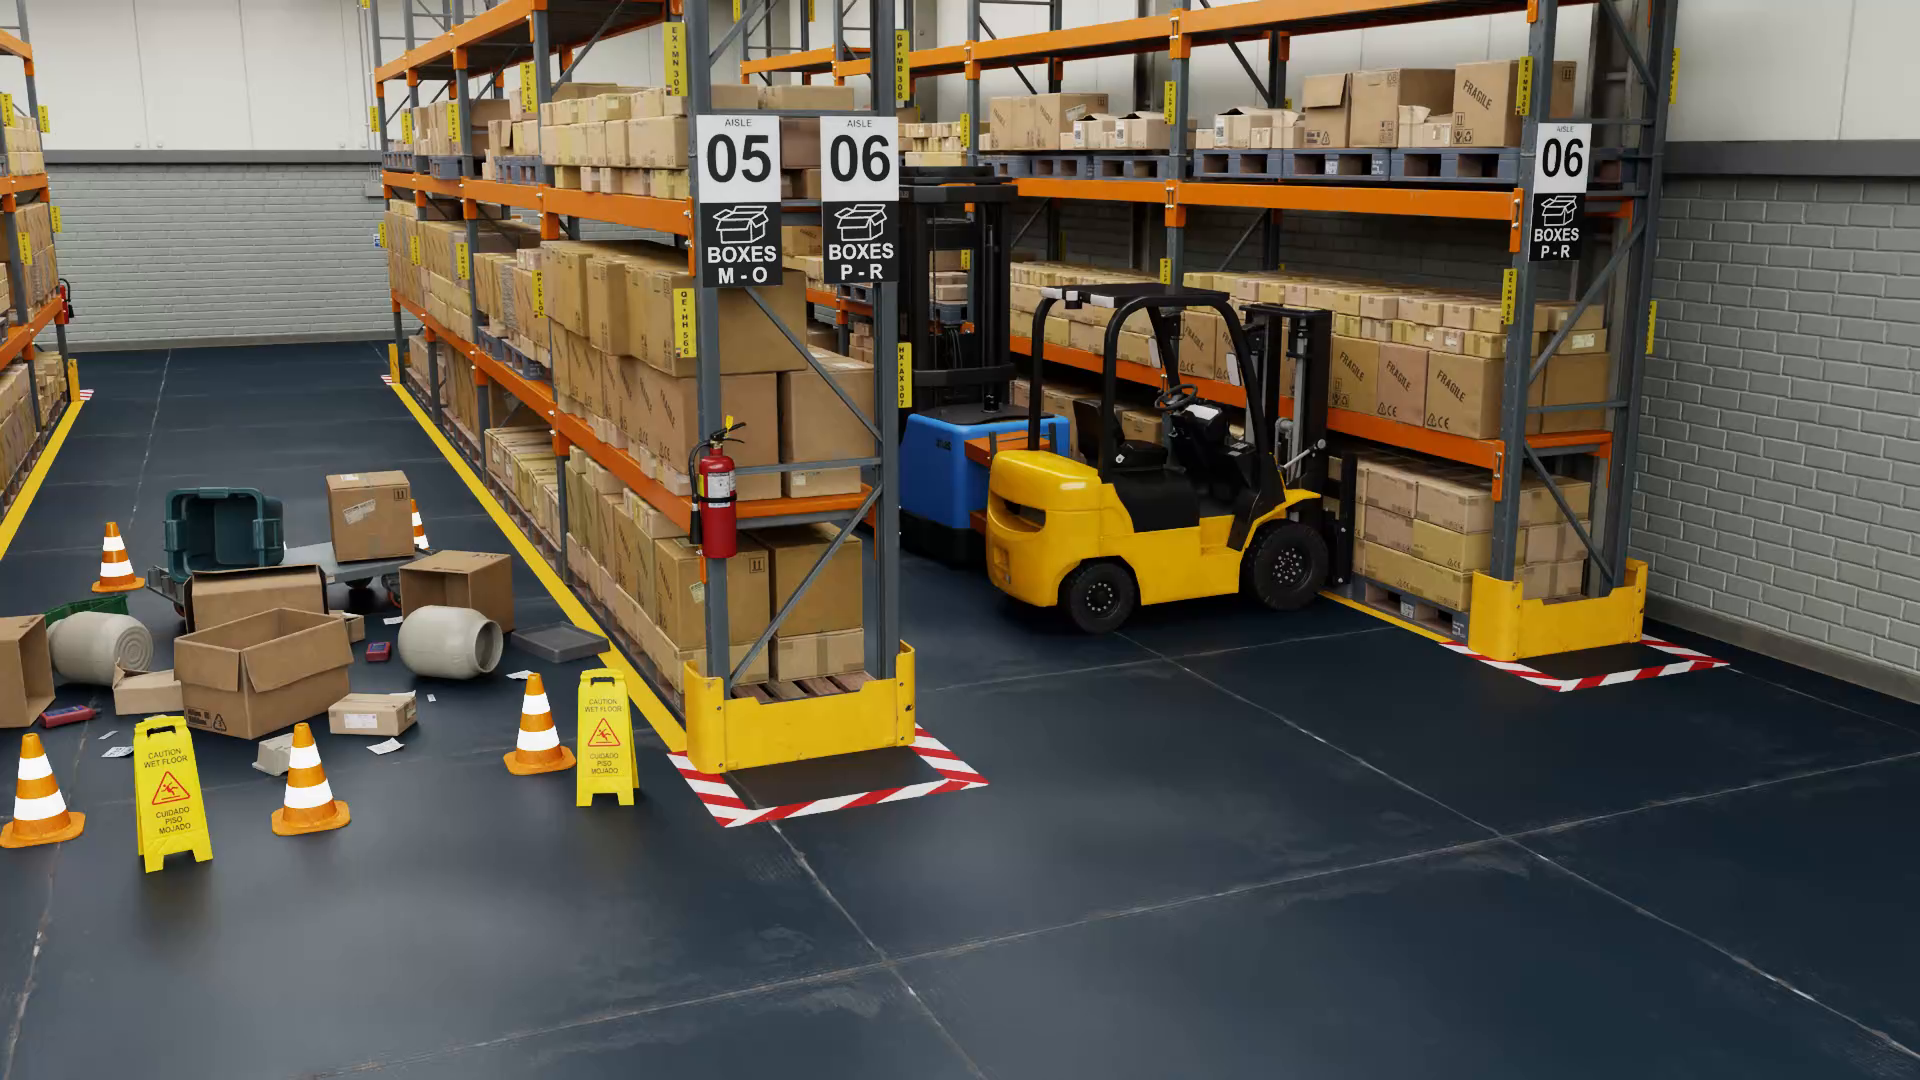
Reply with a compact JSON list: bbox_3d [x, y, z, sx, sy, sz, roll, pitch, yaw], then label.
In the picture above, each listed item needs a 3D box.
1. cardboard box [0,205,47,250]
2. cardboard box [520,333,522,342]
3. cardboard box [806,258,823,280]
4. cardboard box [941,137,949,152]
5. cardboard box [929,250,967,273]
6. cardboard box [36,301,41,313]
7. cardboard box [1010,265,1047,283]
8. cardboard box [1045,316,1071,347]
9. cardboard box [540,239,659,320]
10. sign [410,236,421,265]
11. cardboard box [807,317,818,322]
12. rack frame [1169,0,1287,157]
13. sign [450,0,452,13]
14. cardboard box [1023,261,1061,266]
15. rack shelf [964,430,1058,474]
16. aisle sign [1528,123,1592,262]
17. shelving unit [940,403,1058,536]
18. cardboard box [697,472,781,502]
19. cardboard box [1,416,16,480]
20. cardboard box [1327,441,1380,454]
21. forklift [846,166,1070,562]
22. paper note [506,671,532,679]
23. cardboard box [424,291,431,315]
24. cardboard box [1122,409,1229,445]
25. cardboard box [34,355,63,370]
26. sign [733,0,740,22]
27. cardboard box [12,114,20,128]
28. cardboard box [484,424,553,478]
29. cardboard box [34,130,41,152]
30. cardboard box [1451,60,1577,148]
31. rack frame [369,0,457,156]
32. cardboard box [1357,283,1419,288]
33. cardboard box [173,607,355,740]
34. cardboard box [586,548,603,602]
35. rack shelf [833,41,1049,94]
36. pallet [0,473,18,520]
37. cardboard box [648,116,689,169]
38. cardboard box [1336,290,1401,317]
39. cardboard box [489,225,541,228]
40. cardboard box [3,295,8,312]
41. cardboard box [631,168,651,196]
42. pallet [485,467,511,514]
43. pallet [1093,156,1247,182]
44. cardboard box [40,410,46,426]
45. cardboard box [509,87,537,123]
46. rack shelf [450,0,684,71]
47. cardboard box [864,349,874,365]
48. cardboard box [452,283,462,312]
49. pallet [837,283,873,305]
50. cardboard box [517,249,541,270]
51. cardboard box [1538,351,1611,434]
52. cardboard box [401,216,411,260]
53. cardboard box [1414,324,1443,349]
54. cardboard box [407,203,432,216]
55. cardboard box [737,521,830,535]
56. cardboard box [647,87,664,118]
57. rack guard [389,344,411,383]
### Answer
[{"bbox_3d":[-10.863,-3.594,19.146,0.500,0.500,0.500,-5,14,-20],"label":"cardboard box"},{"bbox_3d":[-3.247,-1.561,13.087,0.380,0.149,0.250,-6,14,-23],"label":"cardboard box"},{"bbox_3d":[-1.692,-3.544,21.704,0.500,0.250,0.500,-6,14,-23],"label":"cardboard box"},{"bbox_3d":[0.022,-4.207,17.689,0.380,0.149,0.250,-5,14,-22],"label":"cardboard box"},{"bbox_3d":[-0.271,-3.036,18.675,0.797,0.503,0.637,-6,14,-24],"label":"cardboard box"},{"bbox_3d":[-10.477,-2.603,18.523,0.380,0.149,0.250,-5,14,-20],"label":"cardboard box"},{"bbox_3d":[0.645,-2.627,16.408,0.380,0.149,0.250,-5,14,-21],"label":"cardboard box"},{"bbox_3d":[1.122,-1.956,15.503,0.500,0.250,0.500,-5,14,-21],"label":"cardboard box"},{"bbox_3d":[-2.414,-1.755,11.203,0.700,0.500,0.500,-6,14,-24],"label":"cardboard box"},{"bbox_3d":[-6.105,-3.248,18.655,0.100,0.325,0.005,-6,14,-23],"label":"sign"},{"bbox_3d":[-2.494,-2.967,24.142,0.797,0.503,0.637,-6,14,-25],"label":"cardboard box"},{"bbox_3d":[2.155,-4.557,13.102,1.000,3.000,0.127,-6,14,-23],"label":"rack frame"},{"bbox_3d":[-6.696,-7.127,21.959,0.100,0.325,0.005,-6,14,-23],"label":"sign"},{"bbox_3d":[0.868,-2.776,17.054,0.380,0.149,0.250,-5,14,-21],"label":"cardboard box"},{"bbox_3d":[0.283,-0.646,12.284,0.538,0.278,1.000,-9,16,-19],"label":"rack shelf"},{"bbox_3d":[3.514,-2.034,9.742,0.394,0.787,0.004,-6,14,-23],"label":"aisle sign"},{"bbox_3d":[0.303,-0.363,12.358,0.538,1.125,1.048,-9,16,-19],"label":"shelving unit"},{"bbox_3d":[-1.136,-0.294,8.546,0.380,0.149,0.250,-5,14,-21],"label":"cardboard box"},{"bbox_3d":[-8.744,-0.803,14.800,0.500,0.500,0.500,-5,14,-22],"label":"cardboard box"},{"bbox_3d":[2.669,-0.541,12.003,0.500,0.250,0.500,-6,14,-24],"label":"cardboard box"},{"bbox_3d":[-0.309,-1.551,13.572,1.130,2.935,3.031,-7,15,-29],"label":"forklift"},{"bbox_3d":[-2.595,0.795,9.865,0.142,0.019,0.148,-12,18,-42],"label":"paper note"},{"bbox_3d":[-5.662,-2.650,18.501,0.500,0.250,0.500,-6,14,-24],"label":"cardboard box"},{"bbox_3d":[1.935,-0.789,14.460,0.875,0.625,0.625,-5,14,-20],"label":"cardboard box"},{"bbox_3d":[-10.982,-2.116,19.933,0.380,0.149,0.250,-6,14,-24],"label":"cardboard box"},{"bbox_3d":[-3.150,-7.481,23.488,0.100,0.325,0.005,-6,14,-23],"label":"sign"},{"bbox_3d":[-10.469,-4.554,18.081,0.380,0.149,0.250,-5,14,-20],"label":"cardboard box"},{"bbox_3d":[-3.777,-0.818,15.150,0.950,0.372,0.625,-7,15,-27],"label":"cardboard box"},{"bbox_3d":[-11.276,-4.756,19.839,0.500,0.250,0.500,-6,14,-25],"label":"cardboard box"},{"bbox_3d":[3.356,-2.641,10.100,0.500,0.500,0.500,-5,14,-21],"label":"cardboard box"},{"bbox_3d":[-7.199,-6.587,21.874,1.000,3.000,0.127,-6,14,-23],"label":"rack frame"},{"bbox_3d":[3.116,-1.783,12.100,0.380,0.149,0.250,-5,14,-21],"label":"cardboard box"},{"bbox_3d":[-3.813,0.723,9.129,0.637,0.503,0.797,6,14,26],"label":"cardboard box"},{"bbox_3d":[-2.179,0.205,10.997,0.500,0.250,0.500,-5,14,-20],"label":"cardboard box"},{"bbox_3d":[-0.249,-5.251,18.584,1.077,0.370,4.000,-6,14,-23],"label":"rack shelf"},{"bbox_3d":[-8.801,-0.347,14.399,1.003,0.211,1.213,-6,14,-23],"label":"pallet"},{"bbox_3d":[-1.242,-1.973,8.264,0.500,0.250,0.500,-6,14,-24],"label":"cardboard box"},{"bbox_3d":[2.817,-1.627,11.428,0.380,0.149,0.250,-5,14,-22],"label":"cardboard box"},{"bbox_3d":[-4.567,-2.986,17.179,0.500,0.500,0.500,-5,14,-22],"label":"cardboard box"},{"bbox_3d":[-9.646,-2.334,16.430,0.380,0.149,0.250,-6,14,-23],"label":"cardboard box"},{"bbox_3d":[-1.578,-1.958,9.083,0.380,0.149,0.250,-6,14,-23],"label":"cardboard box"},{"bbox_3d":[-3.683,-0.491,15.025,1.003,0.211,1.213,-6,14,-23],"label":"pallet"},{"bbox_3d":[1.789,-3.184,14.244,0.805,0.209,1.217,-6,14,-25],"label":"pallet"},{"bbox_3d":[-9.943,-1.290,17.682,0.380,0.149,0.250,-6,14,-25],"label":"cardboard box"},{"bbox_3d":[-3.170,-3.339,12.783,0.500,0.250,0.500,-5,14,-22],"label":"cardboard box"},{"bbox_3d":[-3.193,-3.976,13.073,1.077,0.370,4.000,-6,14,-23],"label":"rack shelf"},{"bbox_3d":[-0.840,-2.044,20.163,0.500,0.500,0.500,-6,14,-24],"label":"cardboard box"},{"bbox_3d":[-4.630,-2.365,16.159,0.500,0.250,0.500,-6,14,-24],"label":"cardboard box"},{"bbox_3d":[-0.830,-3.019,20.186,1.003,0.211,1.213,-6,14,-23],"label":"pallet"},{"bbox_3d":[-3.203,-2.170,12.843,0.380,0.149,0.250,-6,14,-25],"label":"cardboard box"},{"bbox_3d":[3.813,-0.984,10.747,0.500,0.500,0.500,-5,14,-21],"label":"cardboard box"},{"bbox_3d":[-6.447,-3.656,20.076,0.500,0.500,0.500,-5,14,-22],"label":"cardboard box"},{"bbox_3d":[3.184,-1.328,10.796,0.380,0.149,0.250,-5,14,-22],"label":"cardboard box"},{"bbox_3d":[-6.466,-3.995,20.099,0.380,0.149,0.250,-6,14,-24],"label":"cardboard box"},{"bbox_3d":[-1.083,0.107,9.760,0.500,0.500,0.500,-6,14,-25],"label":"cardboard box"},{"bbox_3d":[-1.383,-2.237,8.520,0.380,0.149,0.250,-6,14,-24],"label":"cardboard box"},{"bbox_3d":[-7.209,-2.452,22.854,1.175,0.500,0.348,-6,14,-23],"label":"rack guard"}]
